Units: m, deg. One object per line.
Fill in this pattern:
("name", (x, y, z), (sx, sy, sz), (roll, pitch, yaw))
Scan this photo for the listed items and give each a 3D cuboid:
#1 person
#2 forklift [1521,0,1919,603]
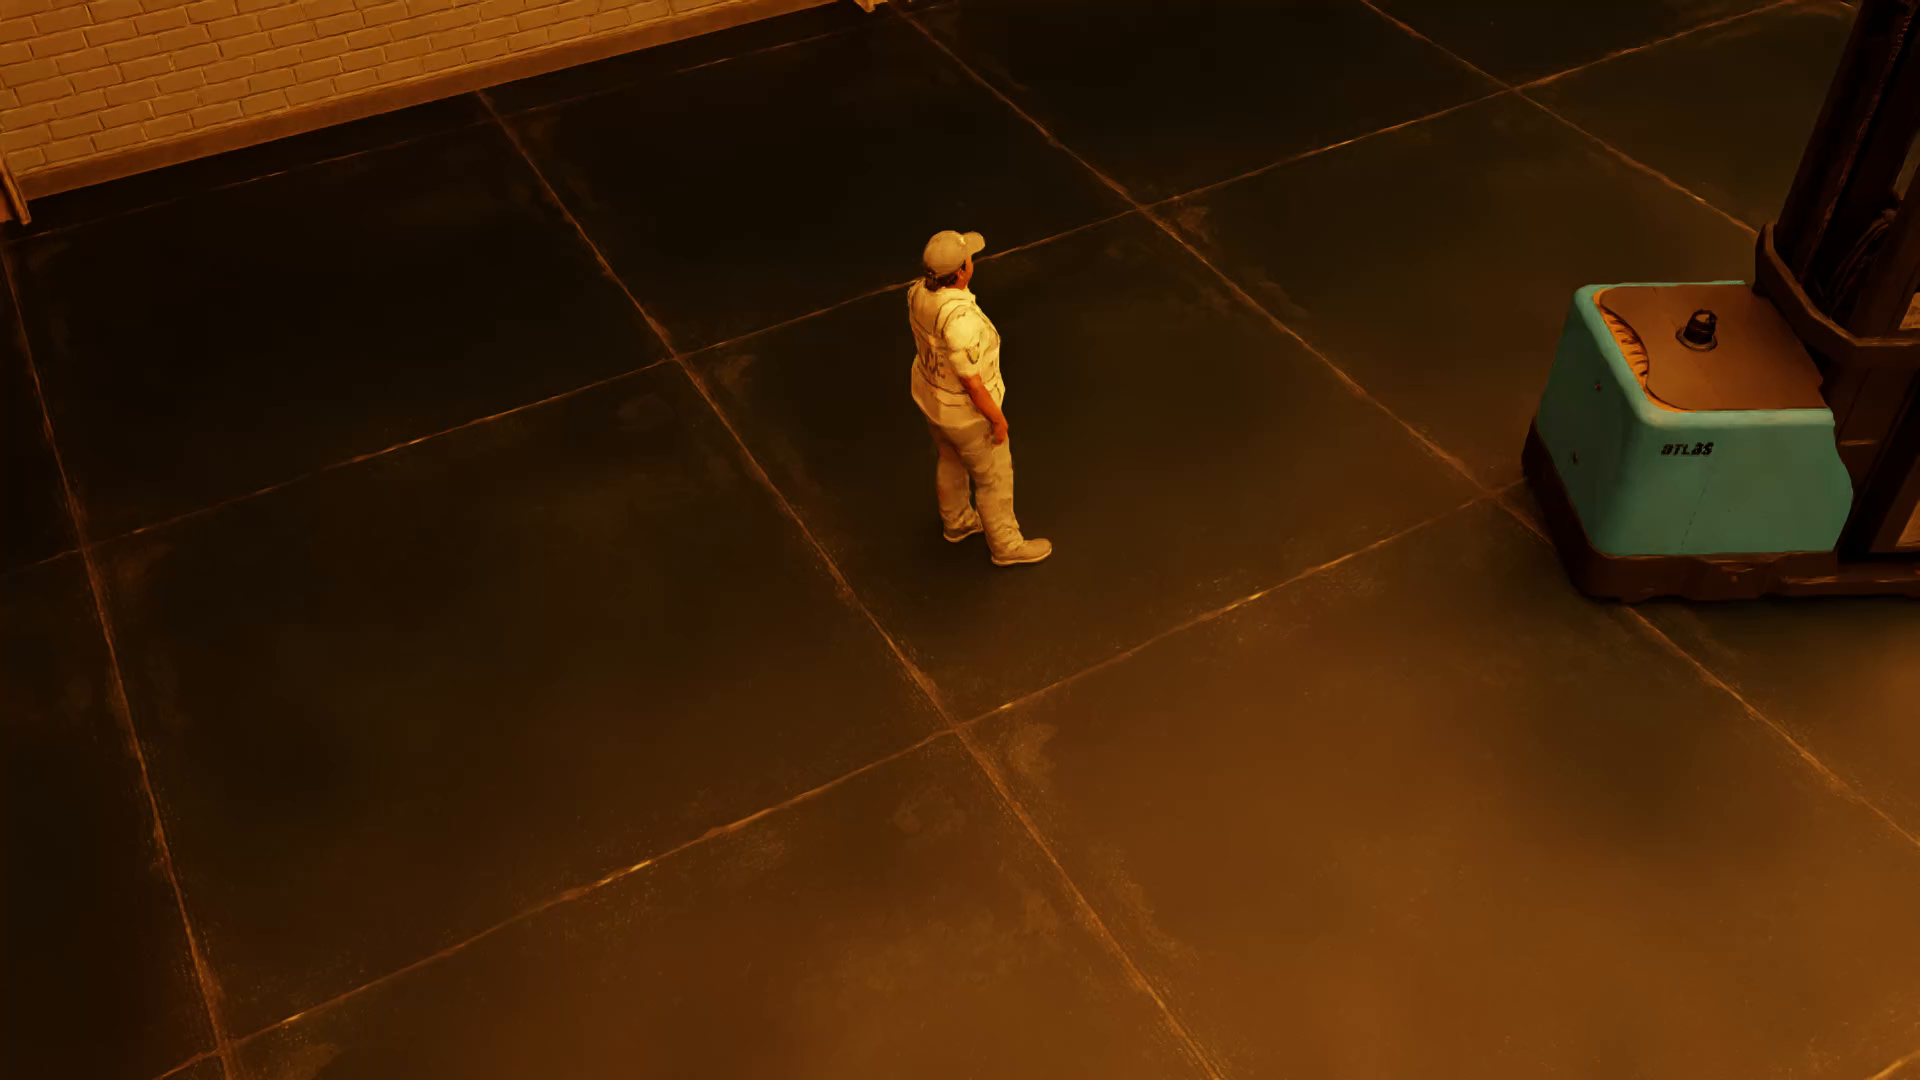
("person", (0.078, -0.629, 7.295), (0.529, 1.669, 0.598), (-21, 47, -21))
("forklift", (4.287, -1.161, 6.949), (3.031, 2.935, 1.130), (-2, 43, -2))
